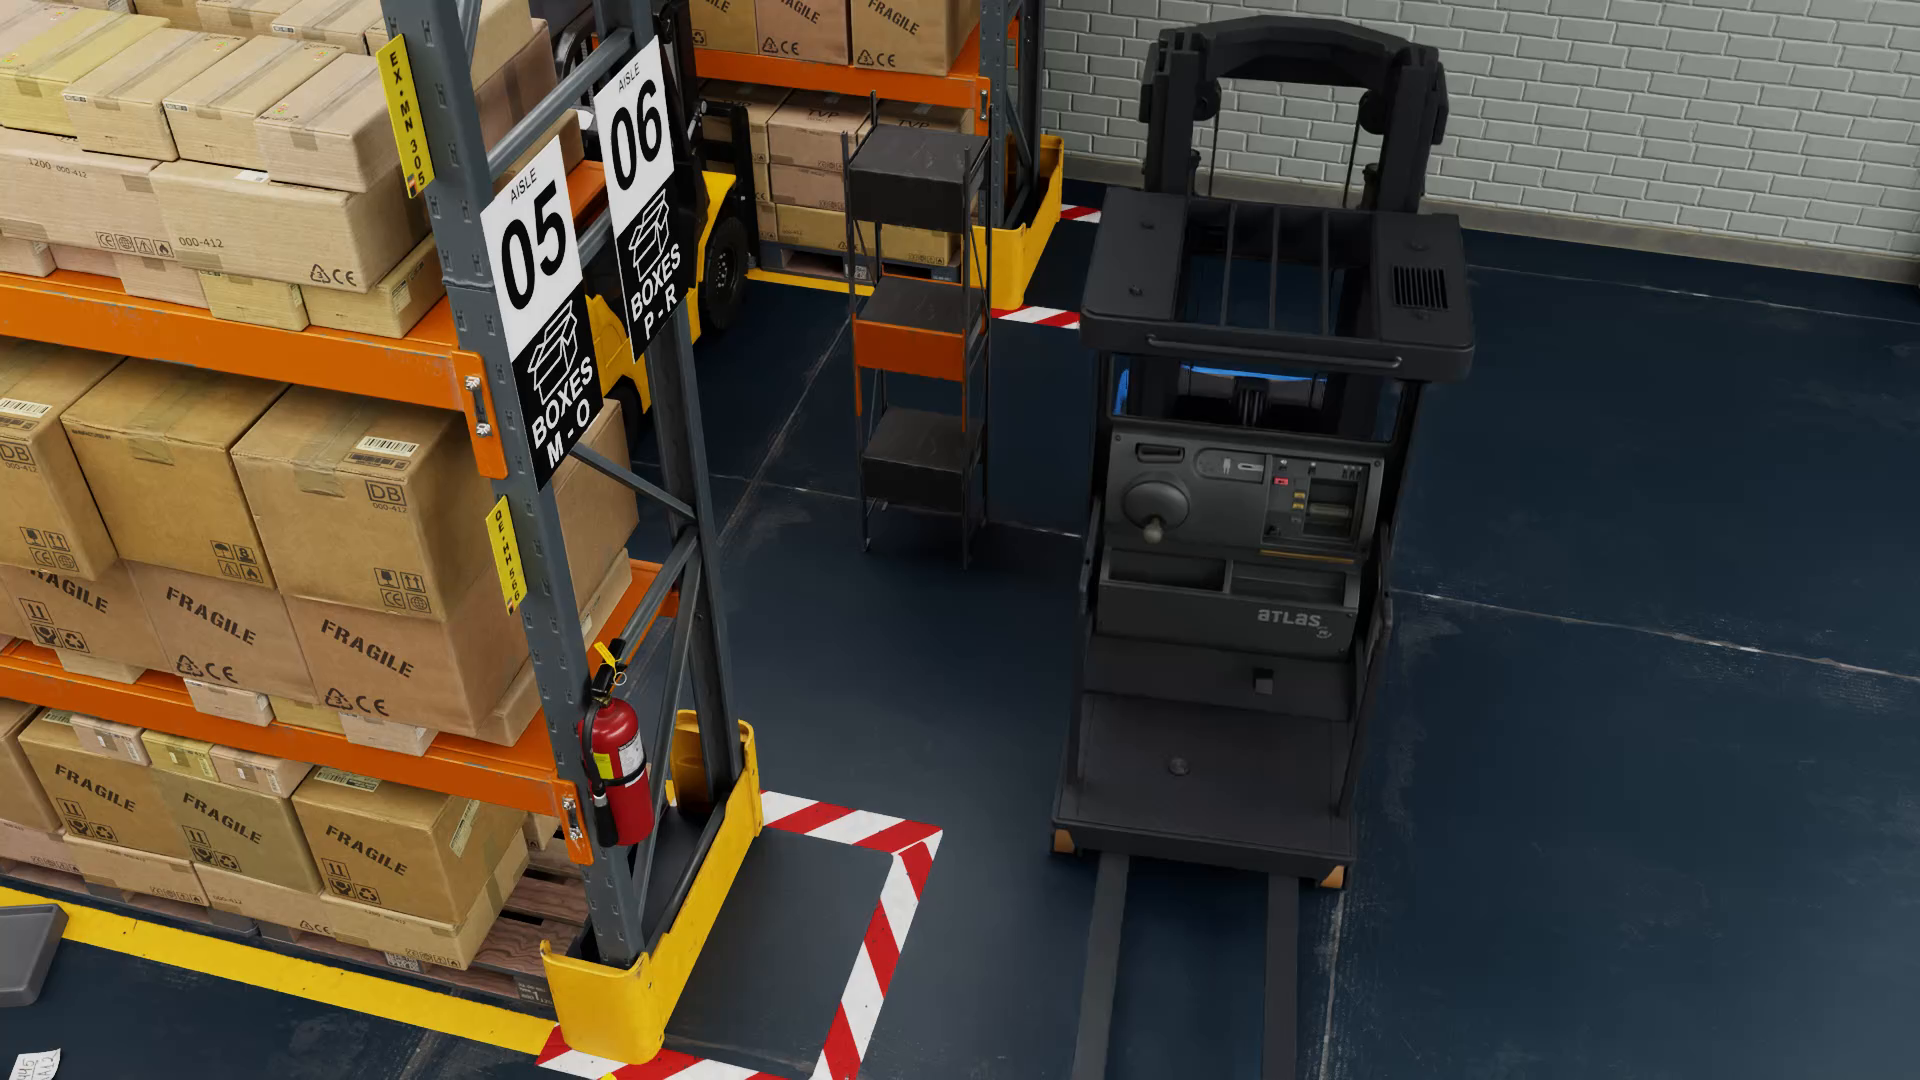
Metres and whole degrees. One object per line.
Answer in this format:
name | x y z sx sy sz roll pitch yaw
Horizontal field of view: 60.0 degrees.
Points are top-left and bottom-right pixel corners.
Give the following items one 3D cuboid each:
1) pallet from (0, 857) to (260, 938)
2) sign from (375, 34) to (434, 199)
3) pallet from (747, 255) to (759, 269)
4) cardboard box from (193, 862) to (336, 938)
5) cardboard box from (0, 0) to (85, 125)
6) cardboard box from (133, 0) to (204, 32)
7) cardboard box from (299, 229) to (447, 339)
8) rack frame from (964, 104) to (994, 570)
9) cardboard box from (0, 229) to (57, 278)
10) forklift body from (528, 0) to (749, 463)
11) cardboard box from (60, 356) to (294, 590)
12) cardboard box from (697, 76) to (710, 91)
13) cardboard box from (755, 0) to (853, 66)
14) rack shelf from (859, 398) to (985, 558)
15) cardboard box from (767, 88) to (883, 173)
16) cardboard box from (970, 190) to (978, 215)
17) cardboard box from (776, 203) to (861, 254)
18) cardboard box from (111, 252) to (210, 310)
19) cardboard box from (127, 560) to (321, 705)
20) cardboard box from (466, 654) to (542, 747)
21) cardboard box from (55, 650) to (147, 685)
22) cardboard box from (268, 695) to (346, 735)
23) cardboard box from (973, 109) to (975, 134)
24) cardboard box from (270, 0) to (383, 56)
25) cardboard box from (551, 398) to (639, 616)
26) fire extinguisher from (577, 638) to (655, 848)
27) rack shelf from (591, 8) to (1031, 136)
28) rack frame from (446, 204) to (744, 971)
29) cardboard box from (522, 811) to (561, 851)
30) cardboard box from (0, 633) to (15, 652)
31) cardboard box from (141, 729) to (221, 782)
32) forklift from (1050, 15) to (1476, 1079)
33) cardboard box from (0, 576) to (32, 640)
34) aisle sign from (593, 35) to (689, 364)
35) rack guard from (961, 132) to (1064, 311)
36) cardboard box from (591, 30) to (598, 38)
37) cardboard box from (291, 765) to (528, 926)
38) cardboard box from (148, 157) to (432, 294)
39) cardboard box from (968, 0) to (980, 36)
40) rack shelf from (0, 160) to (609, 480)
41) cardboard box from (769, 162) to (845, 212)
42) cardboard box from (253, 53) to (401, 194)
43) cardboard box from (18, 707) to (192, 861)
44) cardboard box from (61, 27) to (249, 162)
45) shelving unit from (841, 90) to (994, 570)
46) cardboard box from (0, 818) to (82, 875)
pallet | -3.017 0.960 6.468 1.213 0.211 1.003 10 41 11
sign | -1.156 -0.881 3.470 0.005 0.325 0.100 10 41 11
pallet | -1.638 -2.056 10.059 1.213 0.211 1.003 10 41 11
cardboard box | -2.342 1.099 5.945 0.500 0.250 0.500 10 41 12
cardboard box | -2.353 -1.182 4.093 0.250 0.149 0.380 10 41 11
cardboard box | -1.980 -1.478 4.445 0.250 0.149 0.380 10 41 11
cardboard box | -1.410 -0.672 4.106 0.250 0.149 0.380 10 41 12
rack frame | 0.076 -0.791 7.084 0.015 2.100 0.400 10 41 11
cardboard box | -2.387 -0.854 4.322 0.250 0.149 0.380 9 41 11
forklift body | -2.017 -1.676 8.097 1.214 2.155 2.313 10 41 11
cardboard box | -2.030 -0.308 4.722 0.500 0.500 0.700 10 41 12
cardboard box | -1.711 -2.440 9.382 0.500 0.250 0.500 9 41 11
cardboard box | -0.756 -2.868 8.779 0.500 0.500 0.500 11 41 13
rack shelf | -0.160 -0.285 7.591 0.480 0.518 0.431 10 41 11
cardboard box | -0.734 -2.274 9.183 0.500 0.250 0.500 10 41 12
cardboard box | -0.137 -2.130 9.790 0.500 0.250 0.500 10 41 12
cardboard box | -0.727 -1.897 9.513 0.500 0.250 0.500 10 41 11
cardboard box | -1.907 -0.759 4.209 0.250 0.149 0.380 11 41 13
cardboard box | -2.071 0.108 5.004 0.500 0.500 0.500 10 41 12
cardboard box | -1.410 0.432 5.123 0.250 0.149 0.380 11 41 13
cardboard box | -2.663 0.263 5.324 0.250 0.149 0.380 9 41 11
cardboard box | -1.925 0.403 5.157 0.250 0.149 0.380 9 41 11
cardboard box | -0.129 -2.507 9.461 0.500 0.250 0.500 9 41 11
cardboard box | -1.531 -1.310 4.245 0.250 0.149 0.380 10 41 11
cardboard box | -1.379 -0.138 5.297 0.500 0.500 0.500 9 41 11
fire extinguisher | -1.002 0.600 4.787 0.183 0.674 0.296 10 41 11
rack shelf | -1.646 -2.876 9.426 4.000 0.370 1.077 10 41 11
rack frame | -0.993 0.266 5.126 0.127 3.000 1.000 10 41 11
cardboard box | -1.701 0.852 6.240 0.500 0.250 0.500 9 41 11
cardboard box | -3.152 0.191 5.410 0.250 0.149 0.380 10 41 11
cardboard box | -2.448 0.588 5.466 0.250 0.149 0.380 10 41 12
forklift | 0.944 -0.075 5.585 1.130 2.935 3.031 6 40 7
cardboard box | -3.038 -0.073 5.220 0.500 0.500 0.500 10 41 12
aisle sign | -0.853 -0.912 4.507 0.004 0.787 0.394 10 41 11
rack guard | 0.310 -1.858 9.598 0.348 0.500 1.175 10 41 11
cardboard box | -1.739 -3.030 8.972 0.500 0.500 0.500 10 41 12
cardboard box | -1.834 0.899 5.600 0.500 0.500 0.500 10 41 12
cardboard box | -1.557 -0.857 4.016 0.500 0.250 0.500 9 41 11
cardboard box | -0.120 -3.112 9.070 0.500 0.500 0.500 11 41 13
rack shelf | -2.925 -0.940 4.789 4.000 0.370 1.077 10 41 11
cardboard box | -0.746 -2.095 9.359 0.500 0.250 0.500 9 41 11
cardboard box | -1.396 -0.965 3.834 0.250 0.149 0.380 10 41 12
cardboard box | -2.825 0.726 5.806 0.500 0.500 0.500 9 41 10
cardboard box | -1.887 -1.063 3.951 0.250 0.149 0.380 9 41 11
shelving unit | -0.160 -0.832 7.132 0.503 2.100 0.431 10 41 11
cardboard box | -3.325 0.927 6.150 0.500 0.250 0.500 9 41 11
